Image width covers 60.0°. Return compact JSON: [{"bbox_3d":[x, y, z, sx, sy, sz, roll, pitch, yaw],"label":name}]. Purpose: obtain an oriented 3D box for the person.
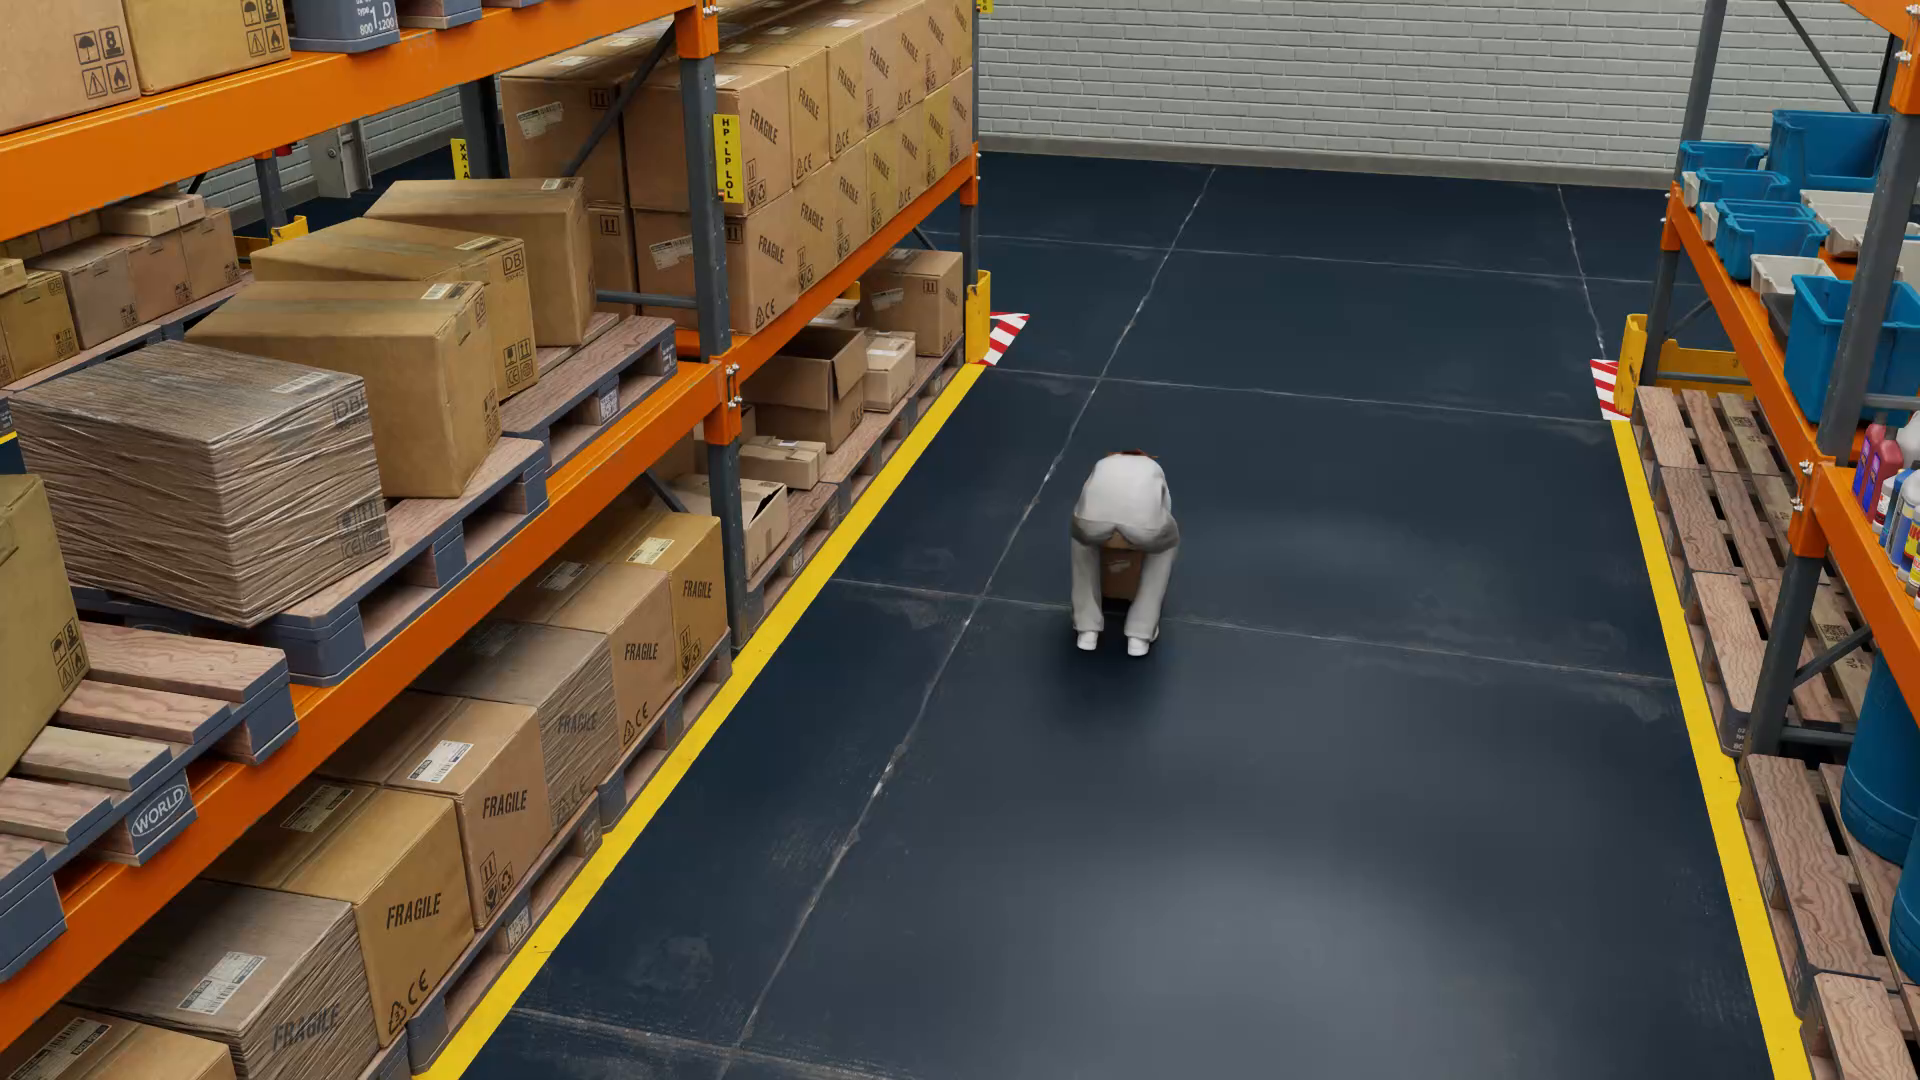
[{"bbox_3d":[0.701,-0.012,7.115,0.478,0.844,0.854,5,26,11],"label":"person"}]
